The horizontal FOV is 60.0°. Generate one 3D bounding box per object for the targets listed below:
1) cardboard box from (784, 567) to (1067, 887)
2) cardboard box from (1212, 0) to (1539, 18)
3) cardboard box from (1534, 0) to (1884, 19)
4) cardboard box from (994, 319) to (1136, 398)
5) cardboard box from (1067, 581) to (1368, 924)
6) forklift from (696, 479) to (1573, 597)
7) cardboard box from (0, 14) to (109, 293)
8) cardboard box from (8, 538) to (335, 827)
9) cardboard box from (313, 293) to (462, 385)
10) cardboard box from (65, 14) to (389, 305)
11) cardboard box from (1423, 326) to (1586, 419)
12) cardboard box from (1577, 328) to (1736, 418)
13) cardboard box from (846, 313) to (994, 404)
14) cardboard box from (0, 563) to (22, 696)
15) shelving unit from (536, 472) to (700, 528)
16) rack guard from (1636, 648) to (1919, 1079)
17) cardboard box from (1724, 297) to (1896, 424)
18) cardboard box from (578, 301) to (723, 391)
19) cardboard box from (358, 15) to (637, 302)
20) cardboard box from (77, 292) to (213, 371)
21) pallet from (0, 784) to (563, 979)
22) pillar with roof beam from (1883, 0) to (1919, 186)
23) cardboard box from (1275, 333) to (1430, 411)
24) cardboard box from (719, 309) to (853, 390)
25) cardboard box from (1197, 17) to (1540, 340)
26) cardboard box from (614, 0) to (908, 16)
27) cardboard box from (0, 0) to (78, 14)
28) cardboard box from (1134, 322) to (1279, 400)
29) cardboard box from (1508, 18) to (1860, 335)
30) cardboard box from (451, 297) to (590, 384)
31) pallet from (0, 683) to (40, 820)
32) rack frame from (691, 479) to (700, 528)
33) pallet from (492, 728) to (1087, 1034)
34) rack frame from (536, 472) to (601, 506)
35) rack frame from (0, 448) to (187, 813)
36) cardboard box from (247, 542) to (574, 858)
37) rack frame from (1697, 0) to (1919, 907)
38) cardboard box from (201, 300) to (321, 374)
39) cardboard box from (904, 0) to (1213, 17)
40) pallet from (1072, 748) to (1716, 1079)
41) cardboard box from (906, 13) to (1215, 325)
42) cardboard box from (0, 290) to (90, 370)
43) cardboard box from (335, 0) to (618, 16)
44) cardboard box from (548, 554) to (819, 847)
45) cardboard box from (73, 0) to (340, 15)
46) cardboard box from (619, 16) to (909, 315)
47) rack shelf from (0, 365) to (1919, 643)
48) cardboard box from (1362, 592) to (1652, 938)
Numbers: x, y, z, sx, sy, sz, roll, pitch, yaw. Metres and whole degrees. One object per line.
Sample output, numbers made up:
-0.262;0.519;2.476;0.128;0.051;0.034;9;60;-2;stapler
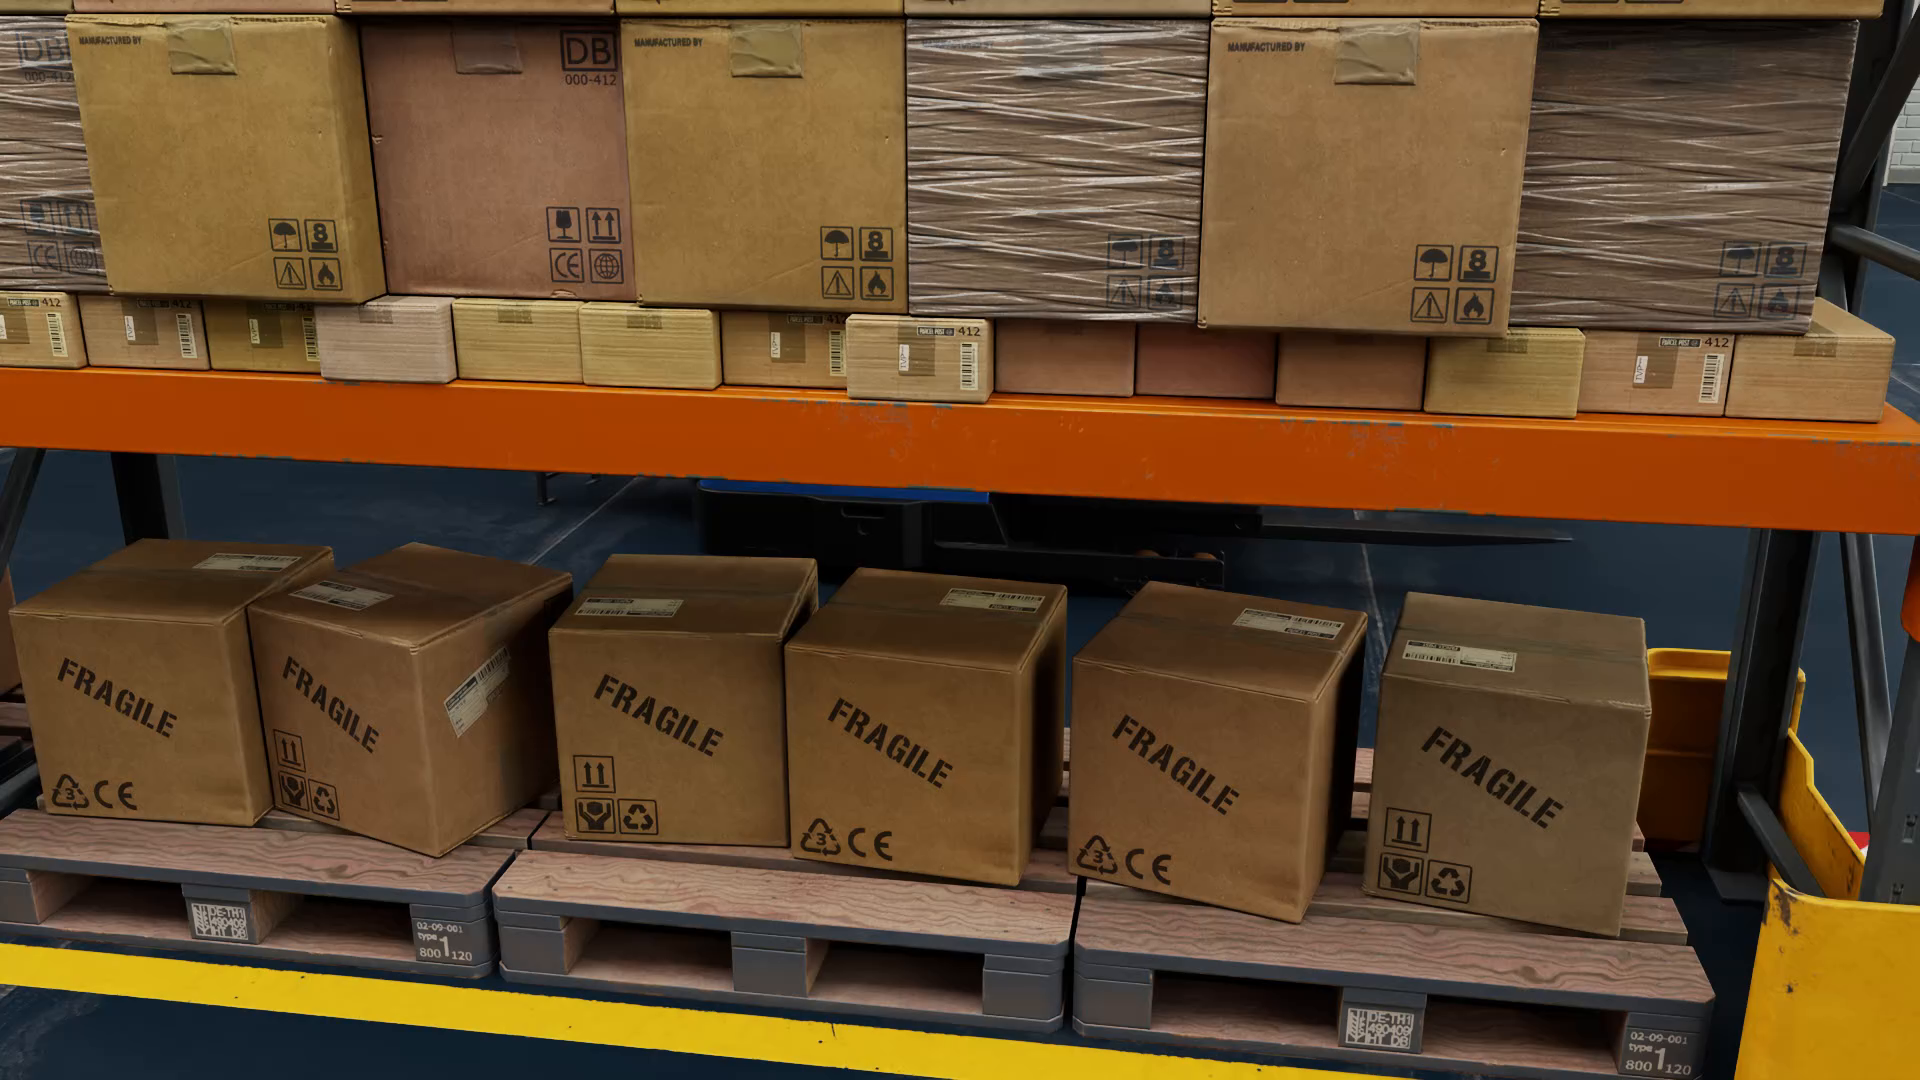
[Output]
-0.060;0.394;3.675;0.500;0.500;0.500;5;19;14;cardboard box
0.687;-1.135;2.765;0.500;0.500;0.500;3;19;9;cardboard box
1.182;-1.111;2.695;0.500;0.500;0.500;3;19;9;cardboard box
0.213;-0.387;3.128;0.250;0.149;0.380;3;19;9;cardboard box
0.555;0.432;3.563;0.500;0.500;0.500;8;20;23;cardboard box
0.622;-1.359;5.746;3.031;2.935;1.130;3;19;8;forklift
-1.751;-0.846;3.479;0.500;0.500;0.875;3;19;9;cardboard box
-1.797;0.319;3.900;0.500;0.500;0.500;2;19;7;cardboard box
-1.036;-0.420;3.227;0.250;0.149;0.380;3;19;9;cardboard box
-1.263;-0.810;3.370;0.500;0.500;0.875;3;19;9;cardboard box
0.948;-0.338;2.983;0.250;0.149;0.380;3;19;9;cardboard box
1.203;-0.342;2.993;0.250;0.149;0.380;3;19;9;cardboard box
-0.048;-0.372;3.082;0.250;0.149;0.380;3;19;9;cardboard box
-2.788;0.239;4.107;0.500;0.500;0.700;1;19;4;cardboard box
-1.279;-0.861;6.514;0.755;1.500;0.431;8;20;22;shelving unit
1.689;0.683;3.474;0.348;0.500;1.175;3;19;9;rack guard
1.450;-0.329;2.955;0.250;0.149;0.380;3;19;9;cardboard box
-0.537;-0.404;3.180;0.250;0.149;0.380;3;19;9;cardboard box
-0.753;-0.816;3.389;0.500;0.500;0.875;3;19;9;cardboard box
-1.525;-0.455;3.332;0.250;0.149;0.380;3;19;9;cardboard box
-1.516;0.645;4.042;1.213;0.211;1.003;3;19;9;pallet
8.816;-6.670;12.056;0.400;9.000;9.100;3;19;9;pillar with roof beam
0.704;-0.356;3.035;0.250;0.149;0.380;3;19;9;cardboard box
-0.283;-0.406;3.185;0.250;0.149;0.380;3;19;9;cardboard box
0.713;-0.711;3.074;0.500;0.500;0.875;3;19;9;cardboard box
-0.298;-1.188;2.925;0.500;0.500;0.500;3;19;9;cardboard box
-1.781;-1.260;3.140;0.500;0.500;0.500;3;19;9;cardboard box
0.464;-0.381;3.111;0.250;0.149;0.380;3;19;9;cardboard box
1.226;-0.723;3.111;0.500;0.500;0.875;3;19;9;cardboard box
-0.783;-0.420;3.228;0.250;0.149;0.380;3;19;9;cardboard box
-2.954;0.584;4.225;1.213;0.211;1.003;3;19;9;pallet
-0.943;-0.815;6.376;0.023;1.500;0.400;8;20;22;rack frame
-0.308;0.706;3.860;1.213;0.211;1.003;3;19;9;pallet
-1.615;-0.907;6.651;0.023;1.500;0.400;8;20;22;rack frame
-2.185;-0.700;3.667;0.127;3.000;1.000;3;19;9;rack frame
-1.230;0.346;3.821;0.500;0.500;0.500;9;21;26;cardboard box
1.764;-0.498;3.066;0.127;3.000;1.000;3;19;9;rack frame
-1.276;-0.445;3.303;0.250;0.149;0.380;3;19;9;cardboard box
0.194;-1.161;2.843;0.500;0.500;0.500;3;19;9;cardboard box
0.893;0.768;3.675;1.213;0.211;1.003;3;19;9;pallet
0.226;-0.750;3.189;0.500;0.500;0.875;3;19;9;cardboard box
-1.776;-0.459;3.343;0.250;0.149;0.380;3;19;9;cardboard box
-0.794;-1.210;2.990;0.500;0.500;0.500;3;19;9;cardboard box
-0.604;0.352;3.801;0.500;0.500;0.500;1;19;4;cardboard box
-1.287;-1.235;3.066;0.500;0.500;0.500;3;19;9;cardboard box
-0.266;-0.778;3.276;0.500;0.500;0.875;3;19;9;cardboard box
-0.210;-0.258;3.481;4.000;0.370;1.077;3;19;9;rack shelf
1.150;0.451;3.505;0.500;0.500;0.500;7;20;19;cardboard box
